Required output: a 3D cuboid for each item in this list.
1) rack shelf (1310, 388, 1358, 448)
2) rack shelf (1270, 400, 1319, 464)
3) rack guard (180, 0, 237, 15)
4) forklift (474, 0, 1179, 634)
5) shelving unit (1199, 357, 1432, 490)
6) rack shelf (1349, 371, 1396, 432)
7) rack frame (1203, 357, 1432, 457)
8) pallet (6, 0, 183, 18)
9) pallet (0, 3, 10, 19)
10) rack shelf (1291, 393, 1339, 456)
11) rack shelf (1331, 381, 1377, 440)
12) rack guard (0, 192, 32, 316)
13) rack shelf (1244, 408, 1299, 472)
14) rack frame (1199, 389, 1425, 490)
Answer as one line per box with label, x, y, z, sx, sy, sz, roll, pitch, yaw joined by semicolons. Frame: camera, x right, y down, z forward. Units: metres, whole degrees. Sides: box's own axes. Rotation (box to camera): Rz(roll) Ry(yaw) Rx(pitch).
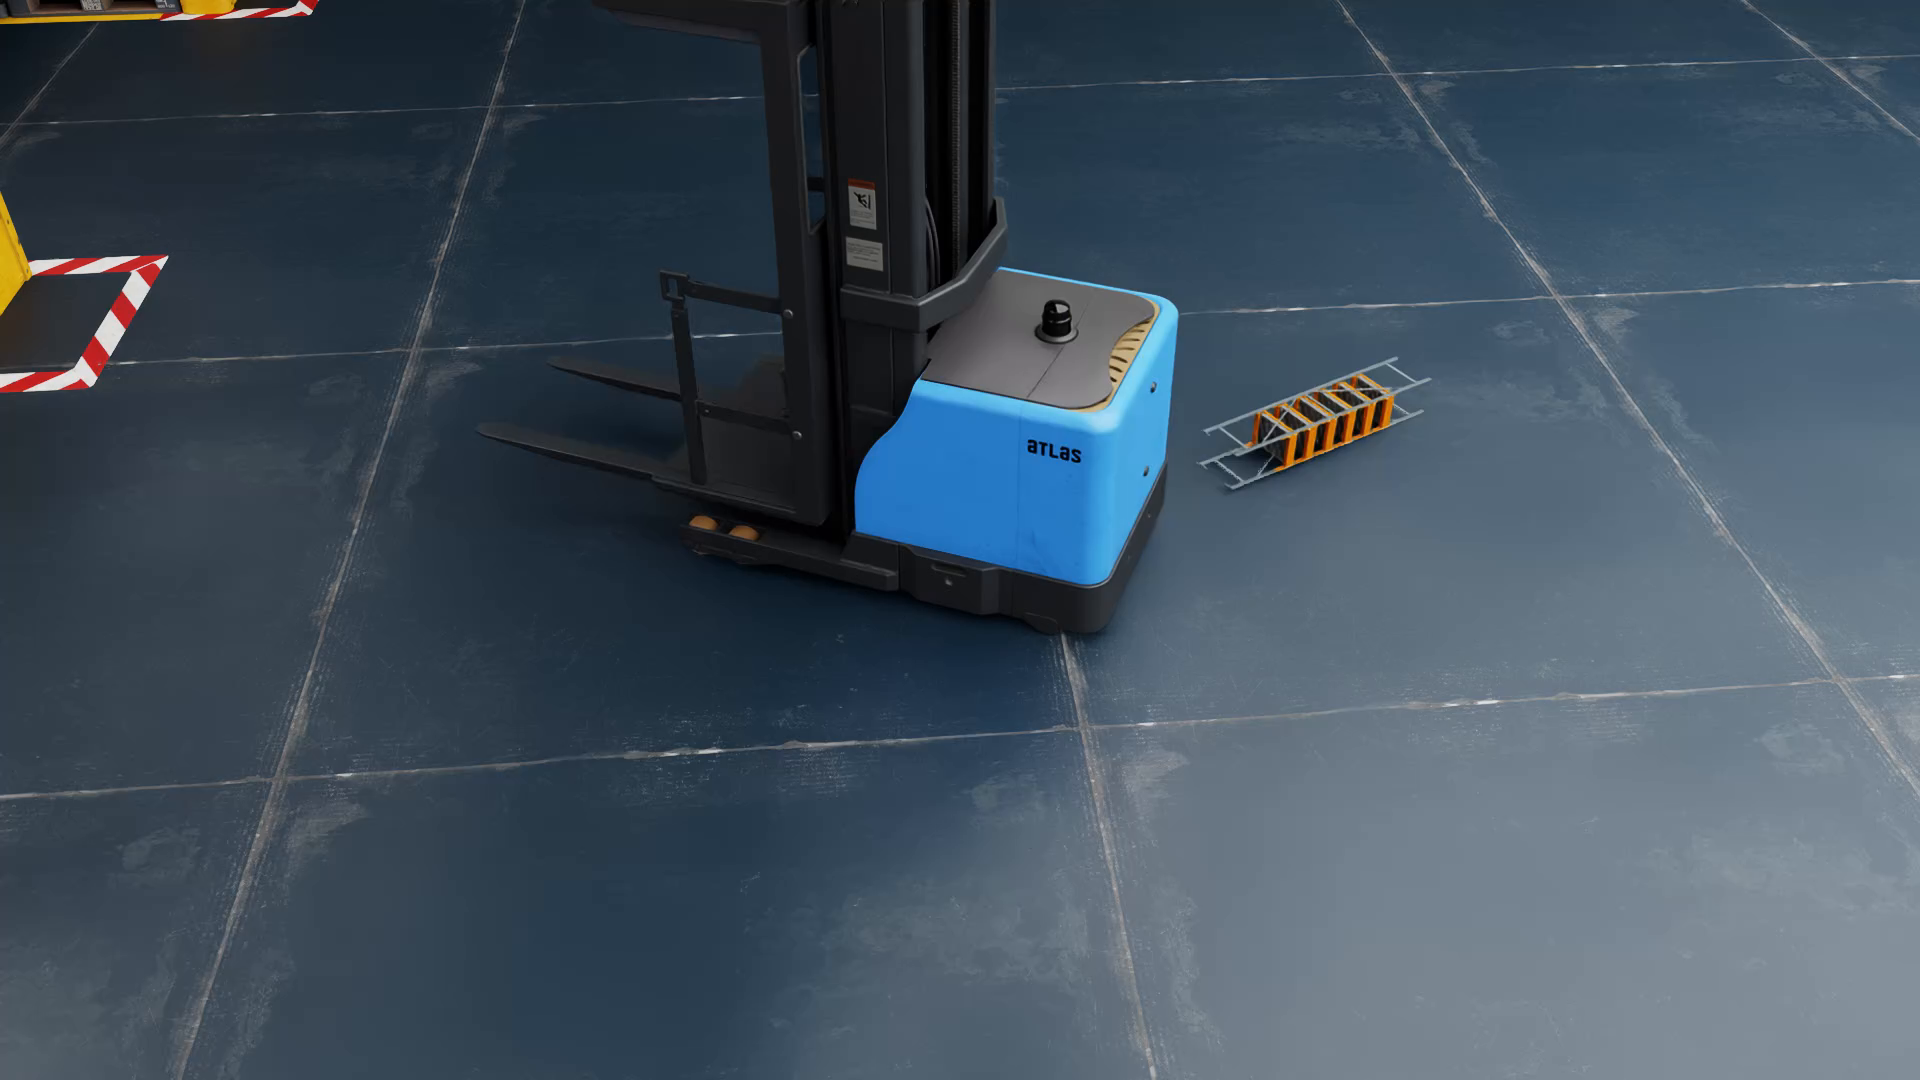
rack shelf;1.738;-0.583;7.828;0.103;0.180;0.258;-21;43;-25
rack shelf;1.535;-0.504;7.726;0.103;0.180;0.258;-21;43;-25
rack guard;-5.540;-4.380;12.397;0.348;0.500;1.175;-3;38;-4
forklift;-0.669;-1.337;6.578;3.031;2.935;1.130;13;40;16
shelving unit;1.674;-0.558;7.796;1.200;0.189;0.258;-21;43;-25
rack shelf;1.941;-0.661;7.929;0.103;0.180;0.258;-21;43;-25
rack frame;1.675;-0.630;7.739;1.200;0.006;0.240;-21;43;-25
pallet;-6.322;-4.197;12.399;1.213;0.211;1.003;-3;38;-4
pallet;-7.534;-4.132;12.317;1.213;0.211;1.003;-3;38;-4
rack shelf;1.637;-0.544;7.777;0.103;0.180;0.258;-21;43;-25
rack shelf;1.840;-0.622;7.878;0.103;0.180;0.258;-21;43;-25
rack guard;-5.196;-1.312;8.509;0.348;0.500;1.175;-3;38;-4
rack shelf;1.434;-0.465;7.676;0.103;0.180;0.258;-21;43;-25
rack frame;1.674;-0.486;7.852;1.200;0.006;0.240;-21;43;-25
